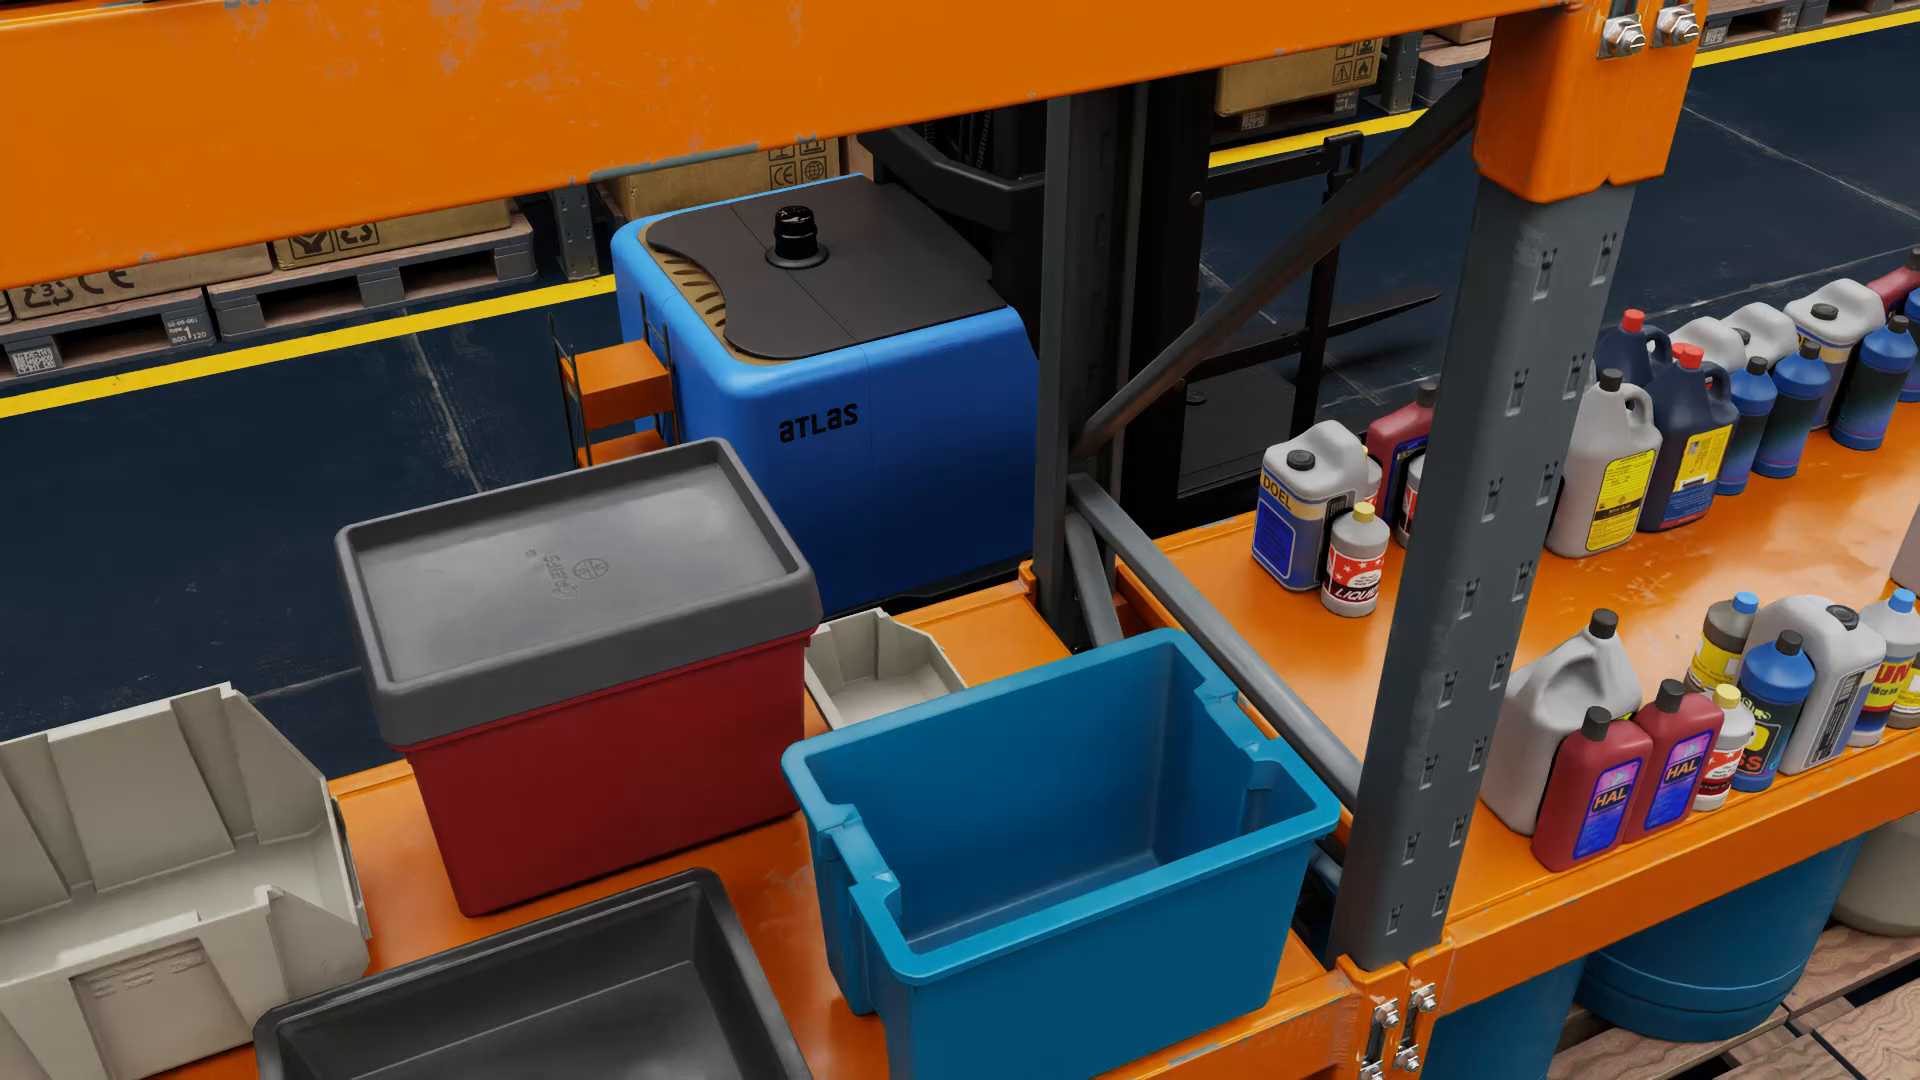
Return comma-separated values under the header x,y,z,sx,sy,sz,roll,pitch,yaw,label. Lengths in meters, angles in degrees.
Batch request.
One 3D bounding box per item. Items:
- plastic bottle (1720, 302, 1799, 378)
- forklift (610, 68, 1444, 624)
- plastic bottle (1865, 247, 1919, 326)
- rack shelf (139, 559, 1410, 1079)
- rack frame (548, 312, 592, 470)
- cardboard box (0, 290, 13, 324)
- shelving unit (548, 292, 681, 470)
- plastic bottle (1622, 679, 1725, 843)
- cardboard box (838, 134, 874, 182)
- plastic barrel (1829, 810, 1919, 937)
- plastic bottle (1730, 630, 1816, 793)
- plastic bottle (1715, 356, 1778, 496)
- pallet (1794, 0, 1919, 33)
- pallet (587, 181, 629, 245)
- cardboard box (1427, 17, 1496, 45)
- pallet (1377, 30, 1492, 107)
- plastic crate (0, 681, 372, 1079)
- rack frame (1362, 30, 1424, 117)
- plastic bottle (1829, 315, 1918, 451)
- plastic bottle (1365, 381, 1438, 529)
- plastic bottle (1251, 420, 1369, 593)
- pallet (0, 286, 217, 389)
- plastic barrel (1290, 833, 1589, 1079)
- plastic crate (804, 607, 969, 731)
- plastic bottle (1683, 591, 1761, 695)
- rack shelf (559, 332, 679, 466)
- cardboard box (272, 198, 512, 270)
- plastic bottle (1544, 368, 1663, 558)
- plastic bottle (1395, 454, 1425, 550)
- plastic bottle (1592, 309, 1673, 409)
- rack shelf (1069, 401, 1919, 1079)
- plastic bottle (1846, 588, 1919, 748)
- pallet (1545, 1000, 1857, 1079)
x,y,z,sx,sy,sz,roll,pitch,yaw,label
1.522,-0.320,3.268,0.135,0.276,0.152,-16,39,-20,plastic bottle
0.559,-1.349,4.609,3.031,2.935,1.130,-17,40,-22,forklift
1.921,-0.465,3.457,0.133,0.283,0.061,-16,39,-20,plastic bottle
-1.417,0.953,2.051,4.000,0.370,1.077,-16,39,-20,rack shelf
-1.011,-0.111,4.518,0.008,1.050,0.200,-17,40,-22,rack frame
-3.963,-1.251,5.850,0.875,0.875,0.875,-16,39,-20,cardboard box
-0.902,-0.144,4.563,0.252,1.050,0.215,-17,40,-22,shelving unit
1.027,0.308,2.414,0.133,0.283,0.061,-16,39,-20,plastic bottle
-0.332,-2.228,7.166,0.875,0.875,1.225,-17,40,-21,cardboard box
2.083,0.586,3.678,0.421,0.512,0.421,0,37,0,plastic barrel
1.212,0.250,2.504,0.097,0.271,0.097,0,37,0,plastic bottle
1.470,-0.222,3.139,0.097,0.271,0.097,0,37,0,plastic bottle
4.826,-3.220,9.414,1.213,0.211,1.003,-16,39,-20,pallet
-1.045,-1.629,7.269,1.213,0.211,1.003,-16,39,-20,pallet
2.508,-2.878,8.342,0.500,0.500,0.700,-18,40,-22,cardboard box
2.618,-2.602,8.581,1.213,0.211,1.003,-16,39,-20,pallet
-1.068,0.469,2.149,0.530,0.282,0.437,-16,39,-20,plastic crate
1.910,-3.525,7.485,0.127,3.000,1.000,-16,39,-20,rack frame
1.801,-0.315,3.264,0.097,0.271,0.097,0,37,0,plastic bottle
0.802,-0.152,3.035,0.133,0.283,0.061,-16,39,-20,plastic bottle
0.612,-0.066,2.925,0.135,0.276,0.152,-16,39,-20,plastic bottle
-3.539,-0.931,6.329,1.213,0.211,1.003,-16,39,-20,pallet
0.893,0.704,3.192,0.708,0.901,0.600,-16,39,-20,plastic barrel
-0.089,0.281,2.525,0.243,0.136,0.396,-16,39,-20,plastic crate
1.235,0.171,2.668,0.097,0.201,0.097,0,37,0,plastic bottle
-0.902,-0.364,4.400,0.240,0.259,0.215,-17,40,-22,rack shelf
-2.343,-1.704,6.461,0.875,0.875,0.875,-16,39,-20,cardboard box
1.147,-0.153,2.980,0.185,0.351,0.144,-16,39,-20,plastic bottle
0.852,-0.081,3.008,0.097,0.201,0.097,0,37,0,plastic bottle
1.253,-0.278,3.148,0.185,0.351,0.144,-16,39,-20,plastic bottle
2.204,-0.059,3.416,4.000,0.370,1.077,-16,39,-20,rack shelf
1.422,0.191,2.583,0.097,0.271,0.097,0,37,0,plastic bottle
1.109,1.105,3.583,1.213,0.211,1.003,-16,39,-20,pallet
